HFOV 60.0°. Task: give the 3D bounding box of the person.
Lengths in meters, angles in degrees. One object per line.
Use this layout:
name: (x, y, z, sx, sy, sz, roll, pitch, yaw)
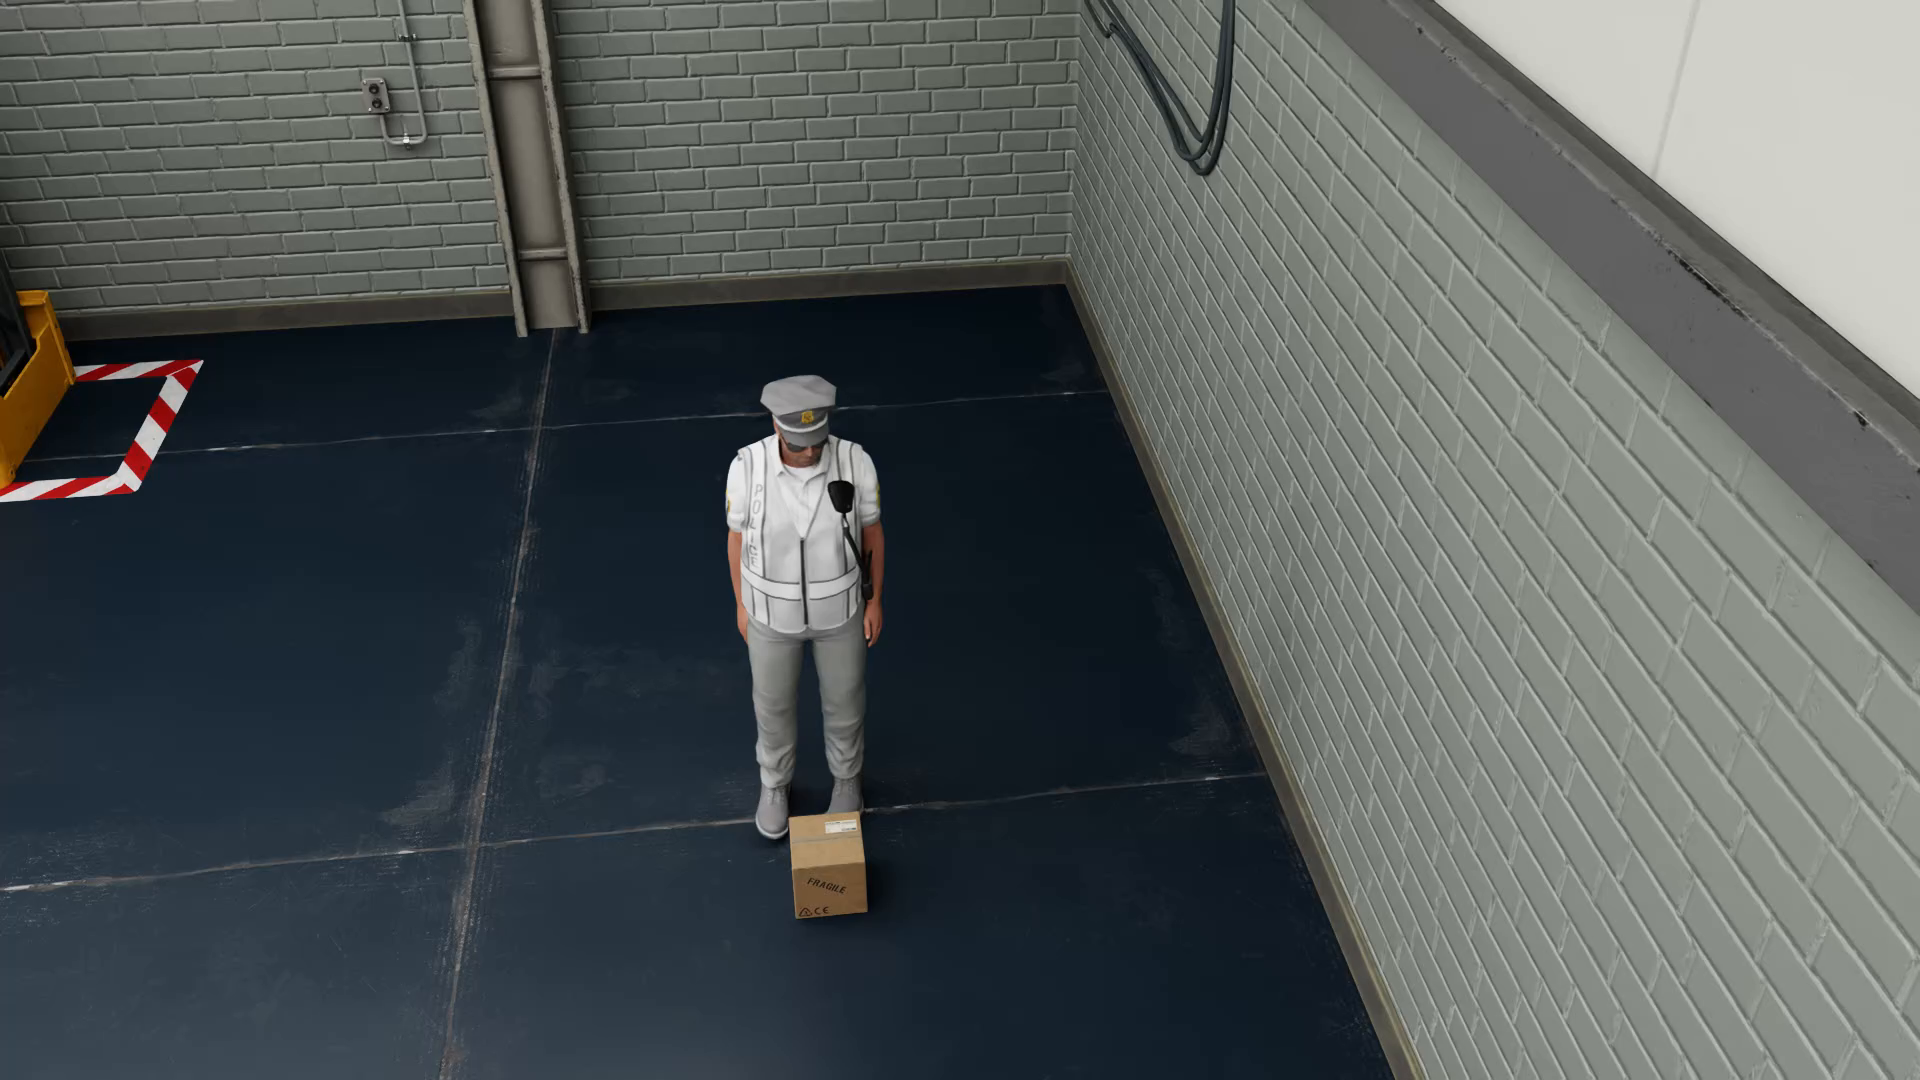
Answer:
person: (-0.518, 0.244, 5.772, 0.535, 1.751, 0.438, -4, 35, -6)
